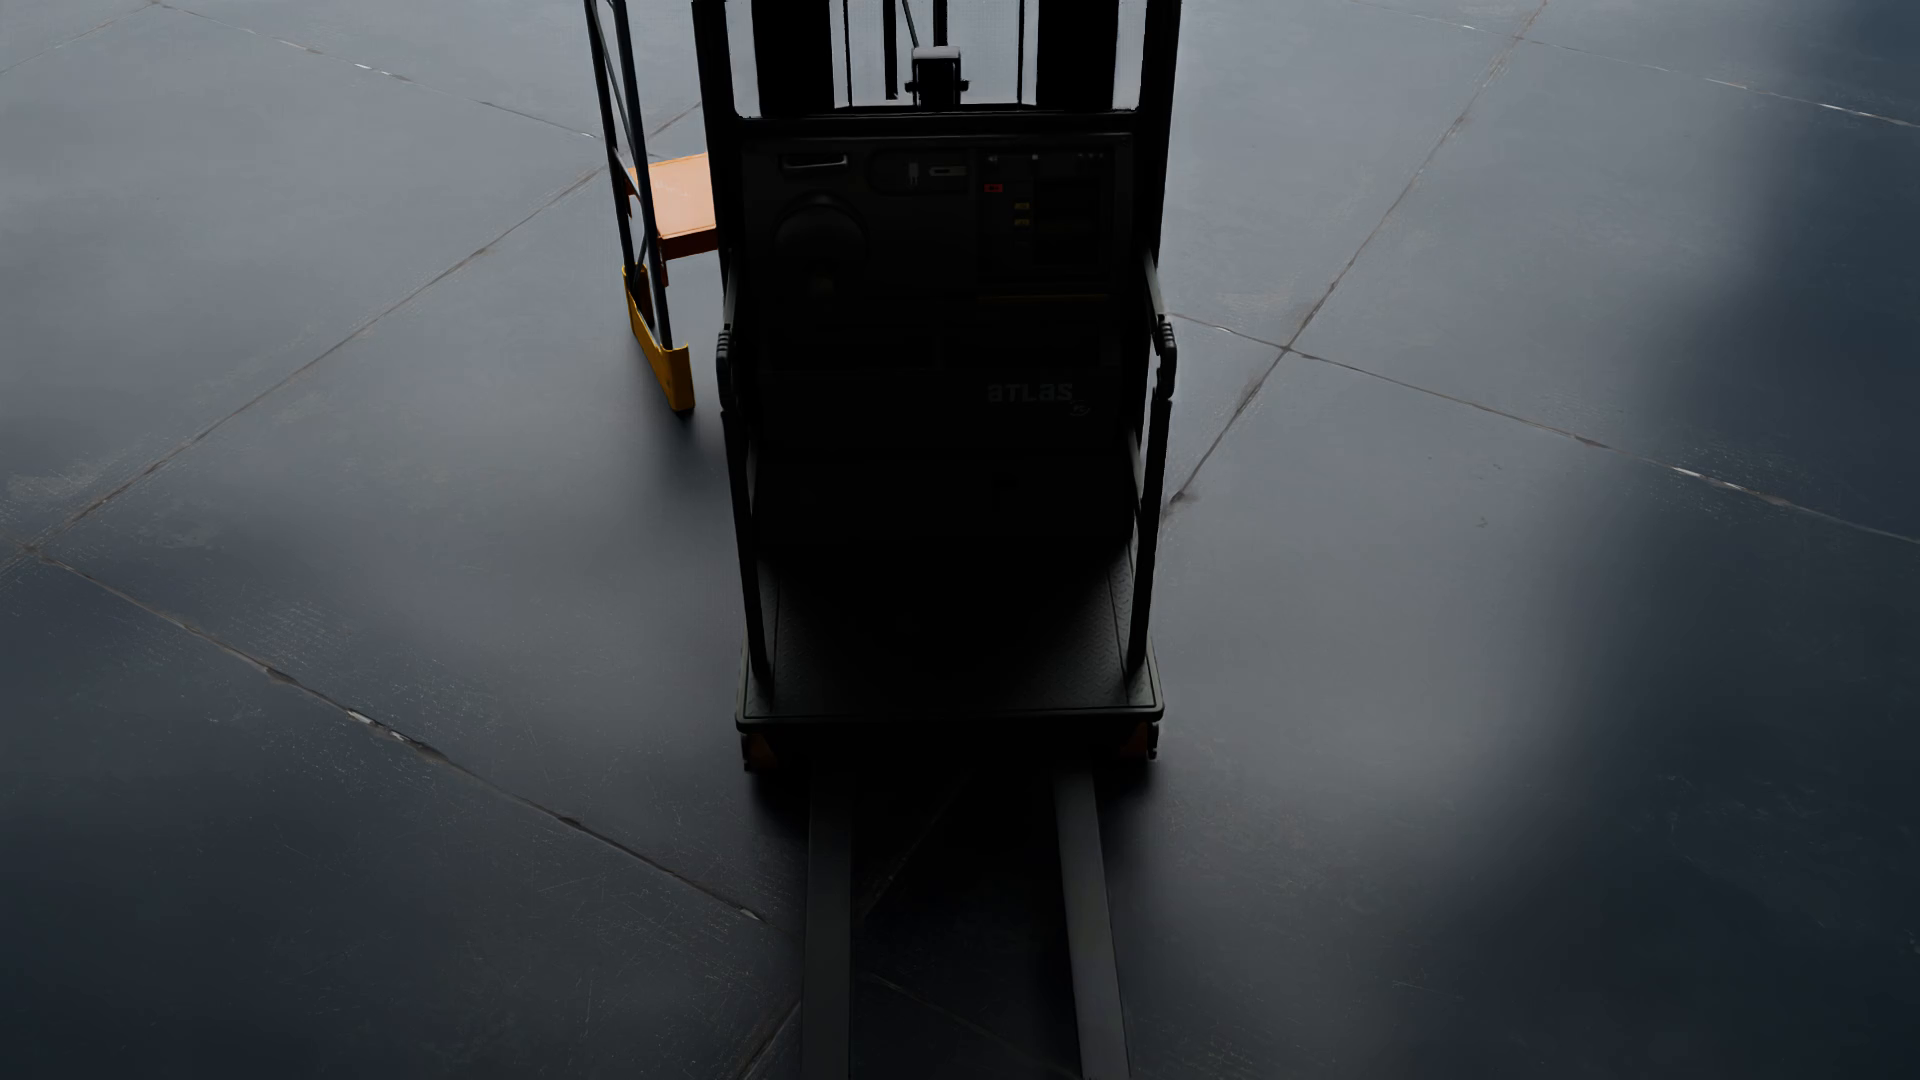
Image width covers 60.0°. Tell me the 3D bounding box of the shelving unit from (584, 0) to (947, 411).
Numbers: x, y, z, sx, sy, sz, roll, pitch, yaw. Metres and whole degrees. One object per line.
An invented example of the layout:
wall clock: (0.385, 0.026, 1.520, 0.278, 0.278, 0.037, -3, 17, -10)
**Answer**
shelving unit: (-0.611, -1.325, 5.620, 1.083, 1.500, 0.587, -16, 44, -17)

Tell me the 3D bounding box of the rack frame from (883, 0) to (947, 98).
rack frame: (-0.153, -1.457, 5.770, 0.032, 1.500, 0.500, -16, 44, -17)

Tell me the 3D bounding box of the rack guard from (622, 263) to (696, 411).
rack guard: (-1.068, -0.725, 5.884, 0.087, 0.250, 0.587, -16, 44, -17)

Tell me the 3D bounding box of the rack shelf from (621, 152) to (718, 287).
rack shelf: (-0.620, -1.188, 5.736, 1.000, 0.185, 0.538, -16, 44, -17)

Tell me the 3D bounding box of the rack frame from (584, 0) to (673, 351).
rack frame: (-1.086, -1.189, 5.465, 0.032, 1.500, 0.500, -16, 44, -17)

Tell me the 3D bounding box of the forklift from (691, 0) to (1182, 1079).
forklift: (-0.041, -0.696, 3.823, 1.130, 2.935, 3.031, -1, 41, -2)
